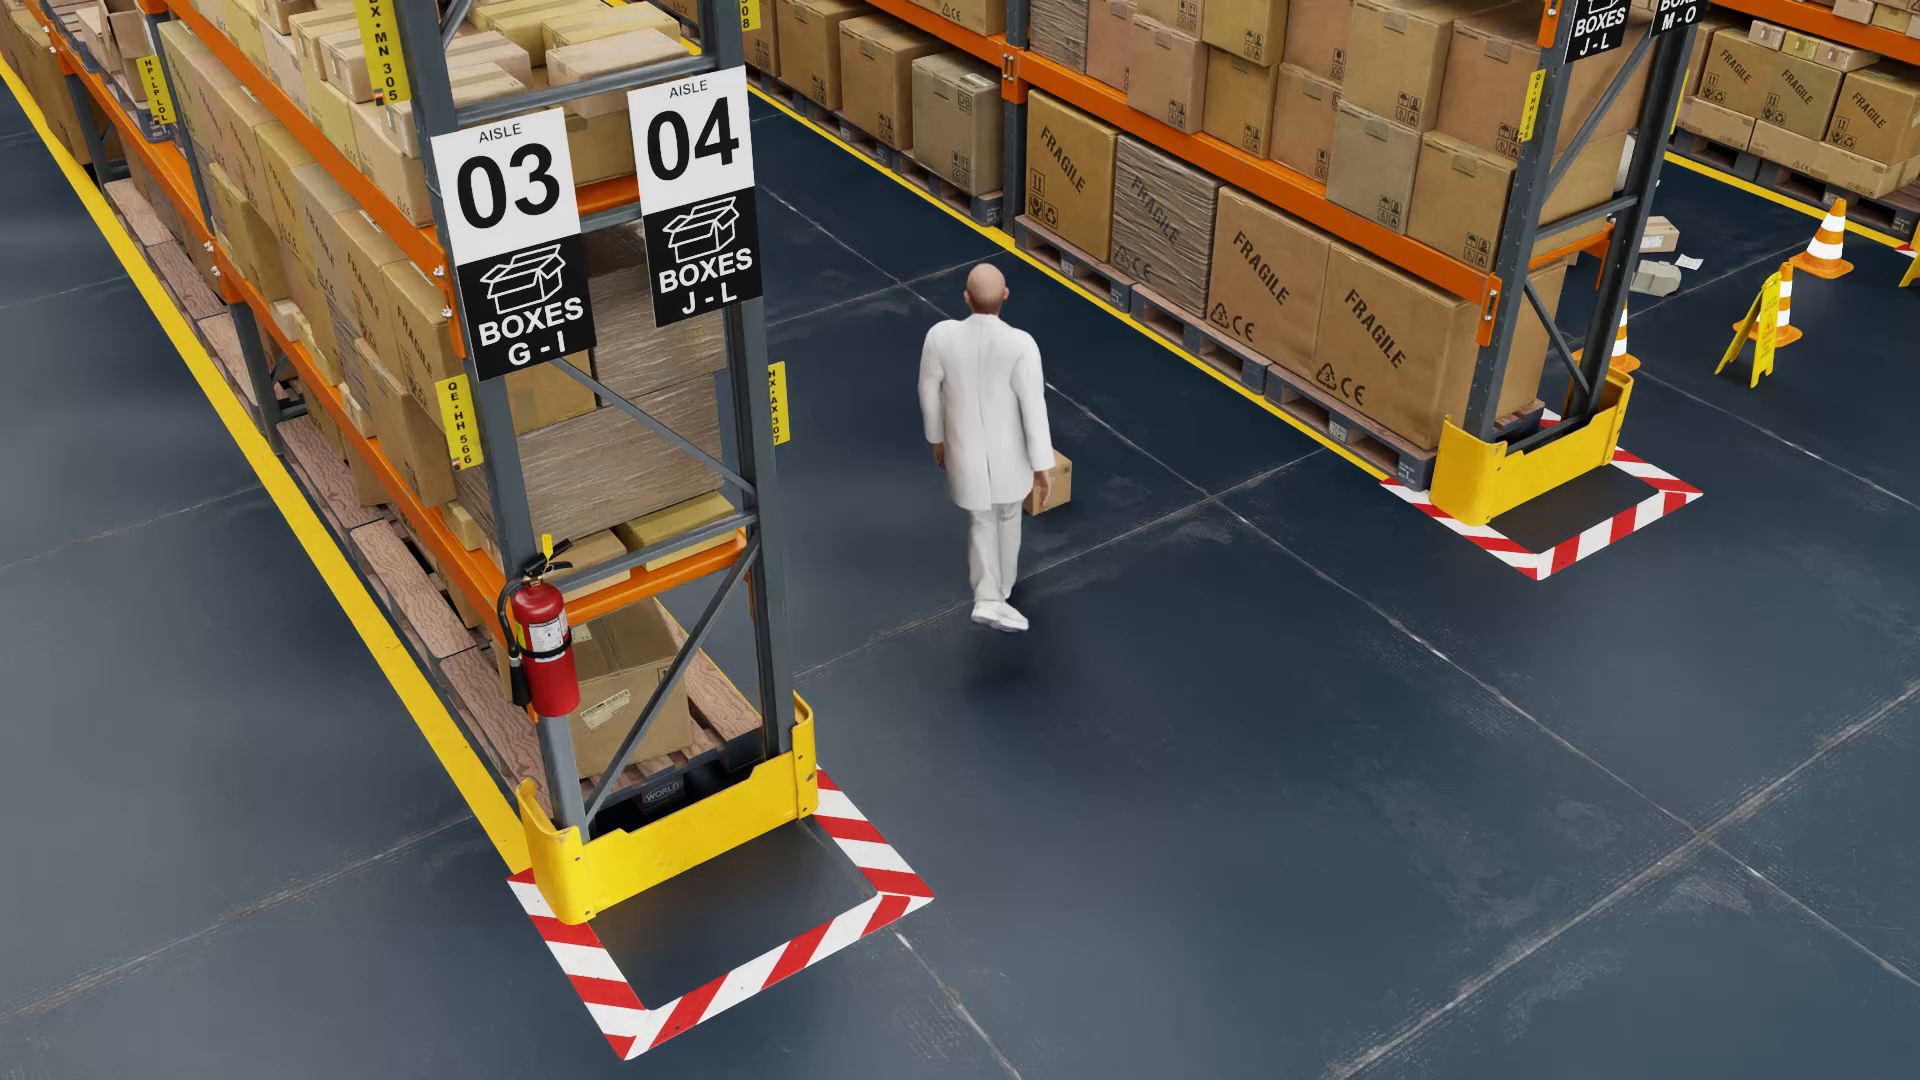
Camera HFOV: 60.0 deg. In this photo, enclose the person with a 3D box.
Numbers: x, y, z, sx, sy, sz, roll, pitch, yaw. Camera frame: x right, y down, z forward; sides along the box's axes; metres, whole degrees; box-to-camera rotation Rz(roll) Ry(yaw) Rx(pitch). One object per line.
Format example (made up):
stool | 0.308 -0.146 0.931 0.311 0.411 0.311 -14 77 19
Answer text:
person | 0.114 -0.374 7.543 0.655 1.750 0.886 5 36 7
